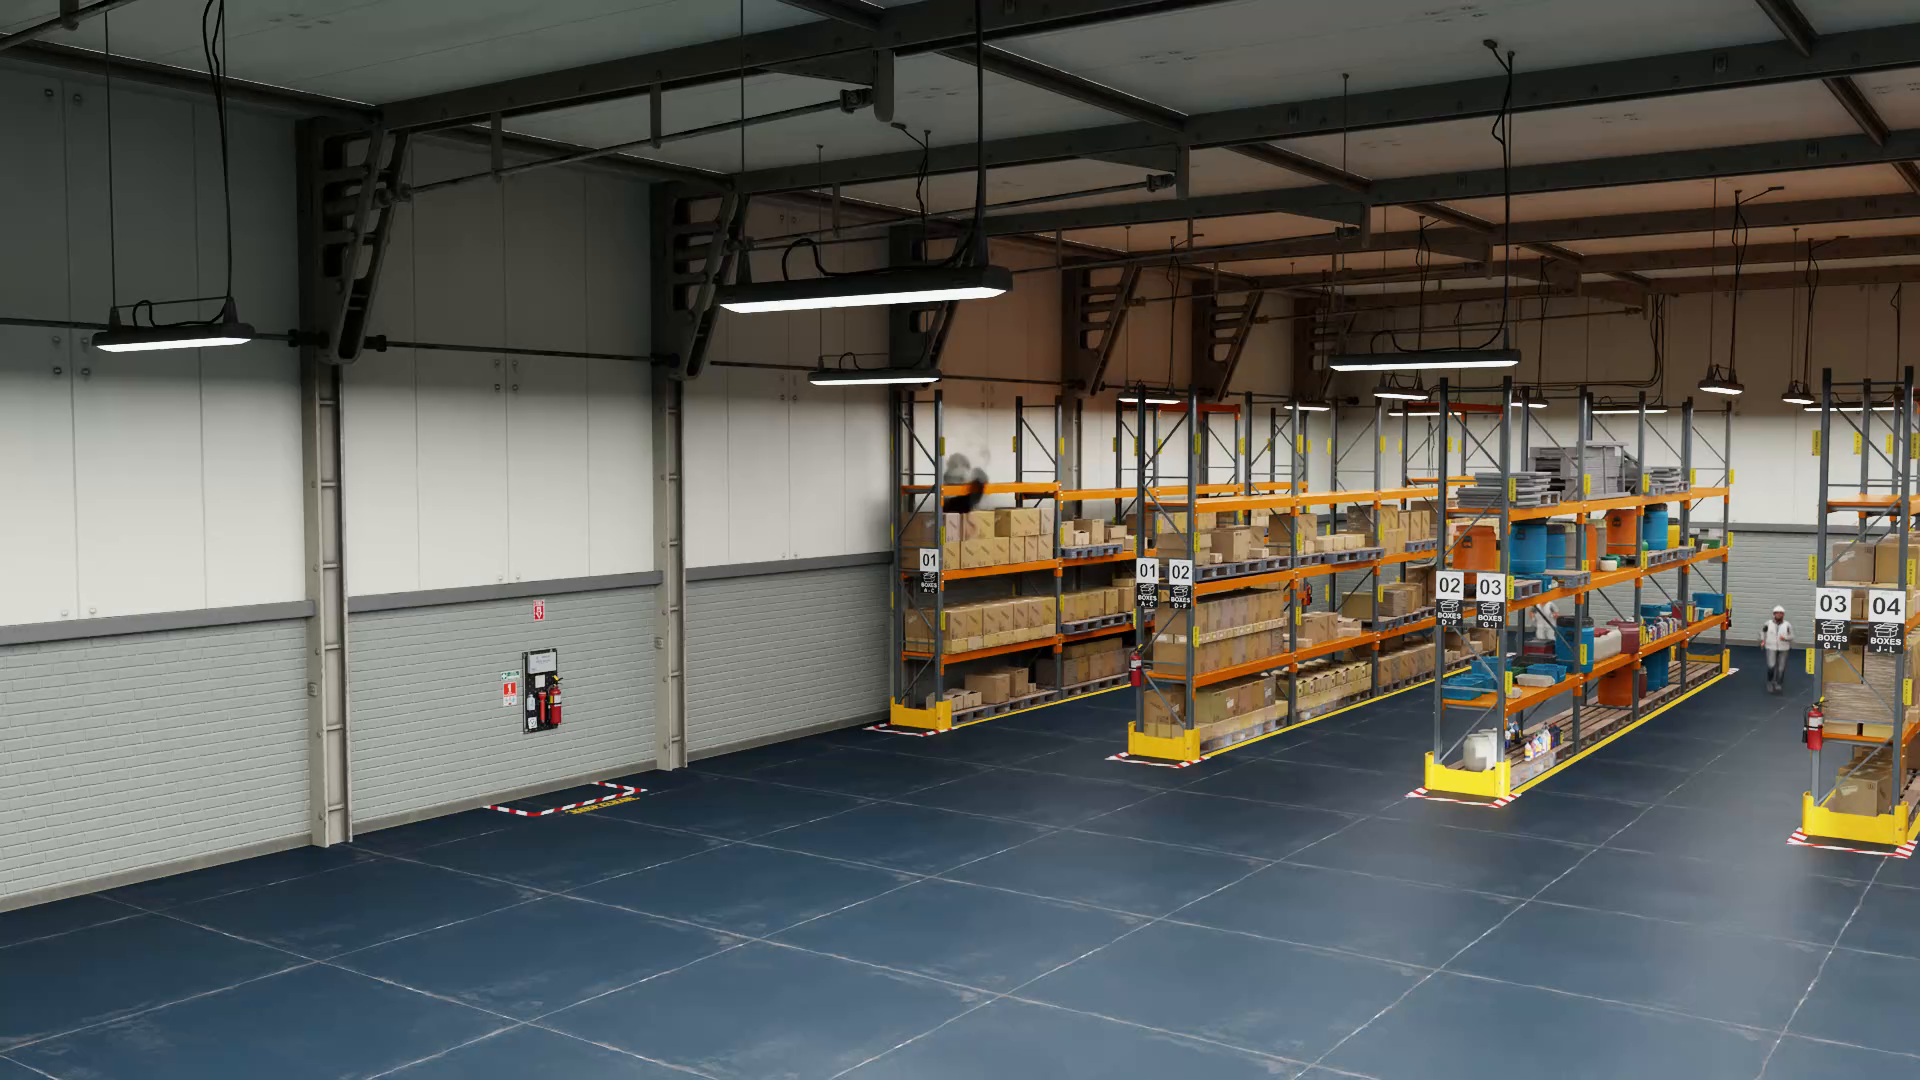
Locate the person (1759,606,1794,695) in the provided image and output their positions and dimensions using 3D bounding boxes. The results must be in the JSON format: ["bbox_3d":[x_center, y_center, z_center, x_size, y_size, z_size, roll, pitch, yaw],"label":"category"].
[{"bbox_3d":[16.520,2.230,33.638,0.629,1.808,0.727,1,4,23],"label":"person"}]

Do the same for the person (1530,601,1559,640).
[{"bbox_3d":[13.187,2.013,37.589,0.651,1.821,0.730,2,4,25],"label":"person"}]
